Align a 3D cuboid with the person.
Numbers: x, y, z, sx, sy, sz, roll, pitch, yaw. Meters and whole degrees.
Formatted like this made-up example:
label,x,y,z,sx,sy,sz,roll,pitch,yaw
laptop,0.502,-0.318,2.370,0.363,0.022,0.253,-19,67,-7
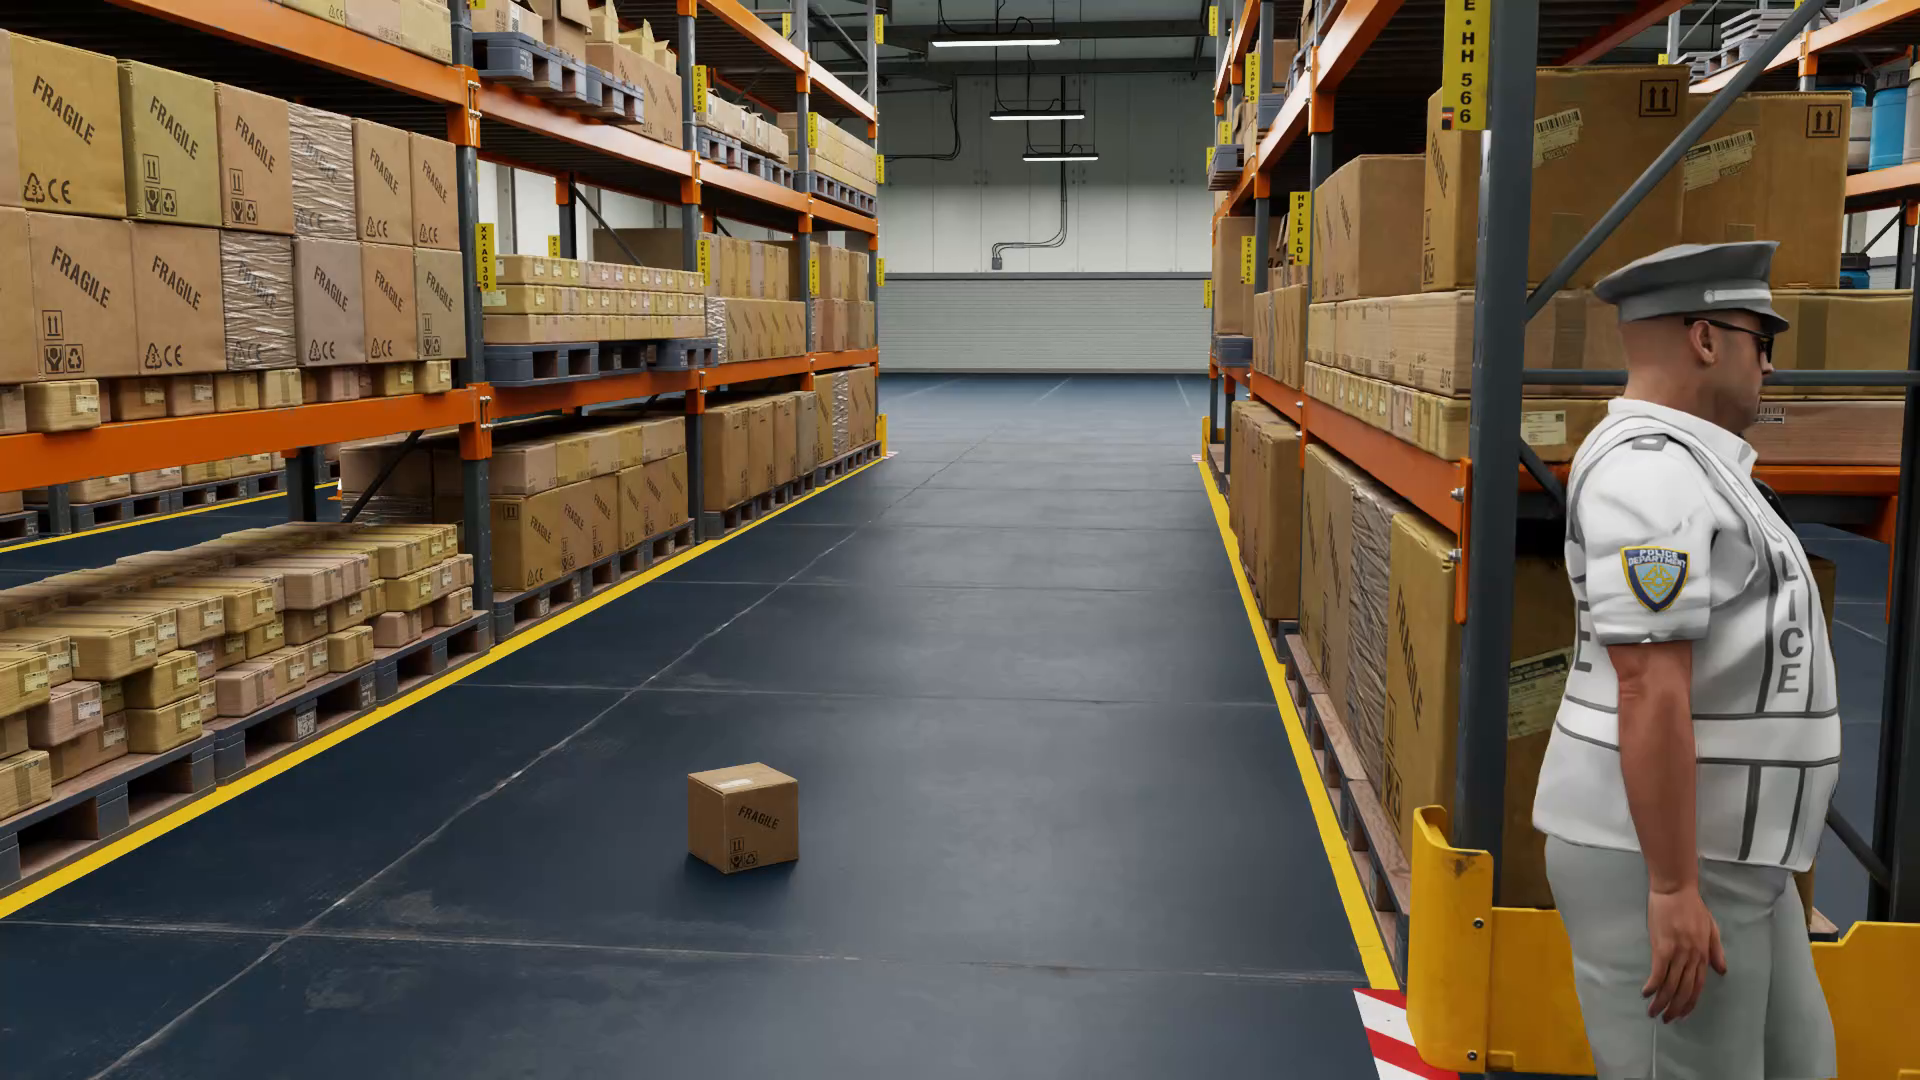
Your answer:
label,x,y,z,sx,sy,sz,roll,pitch,yaw
person,0.997,0.435,2.416,0.777,1.721,0.599,4,9,30
